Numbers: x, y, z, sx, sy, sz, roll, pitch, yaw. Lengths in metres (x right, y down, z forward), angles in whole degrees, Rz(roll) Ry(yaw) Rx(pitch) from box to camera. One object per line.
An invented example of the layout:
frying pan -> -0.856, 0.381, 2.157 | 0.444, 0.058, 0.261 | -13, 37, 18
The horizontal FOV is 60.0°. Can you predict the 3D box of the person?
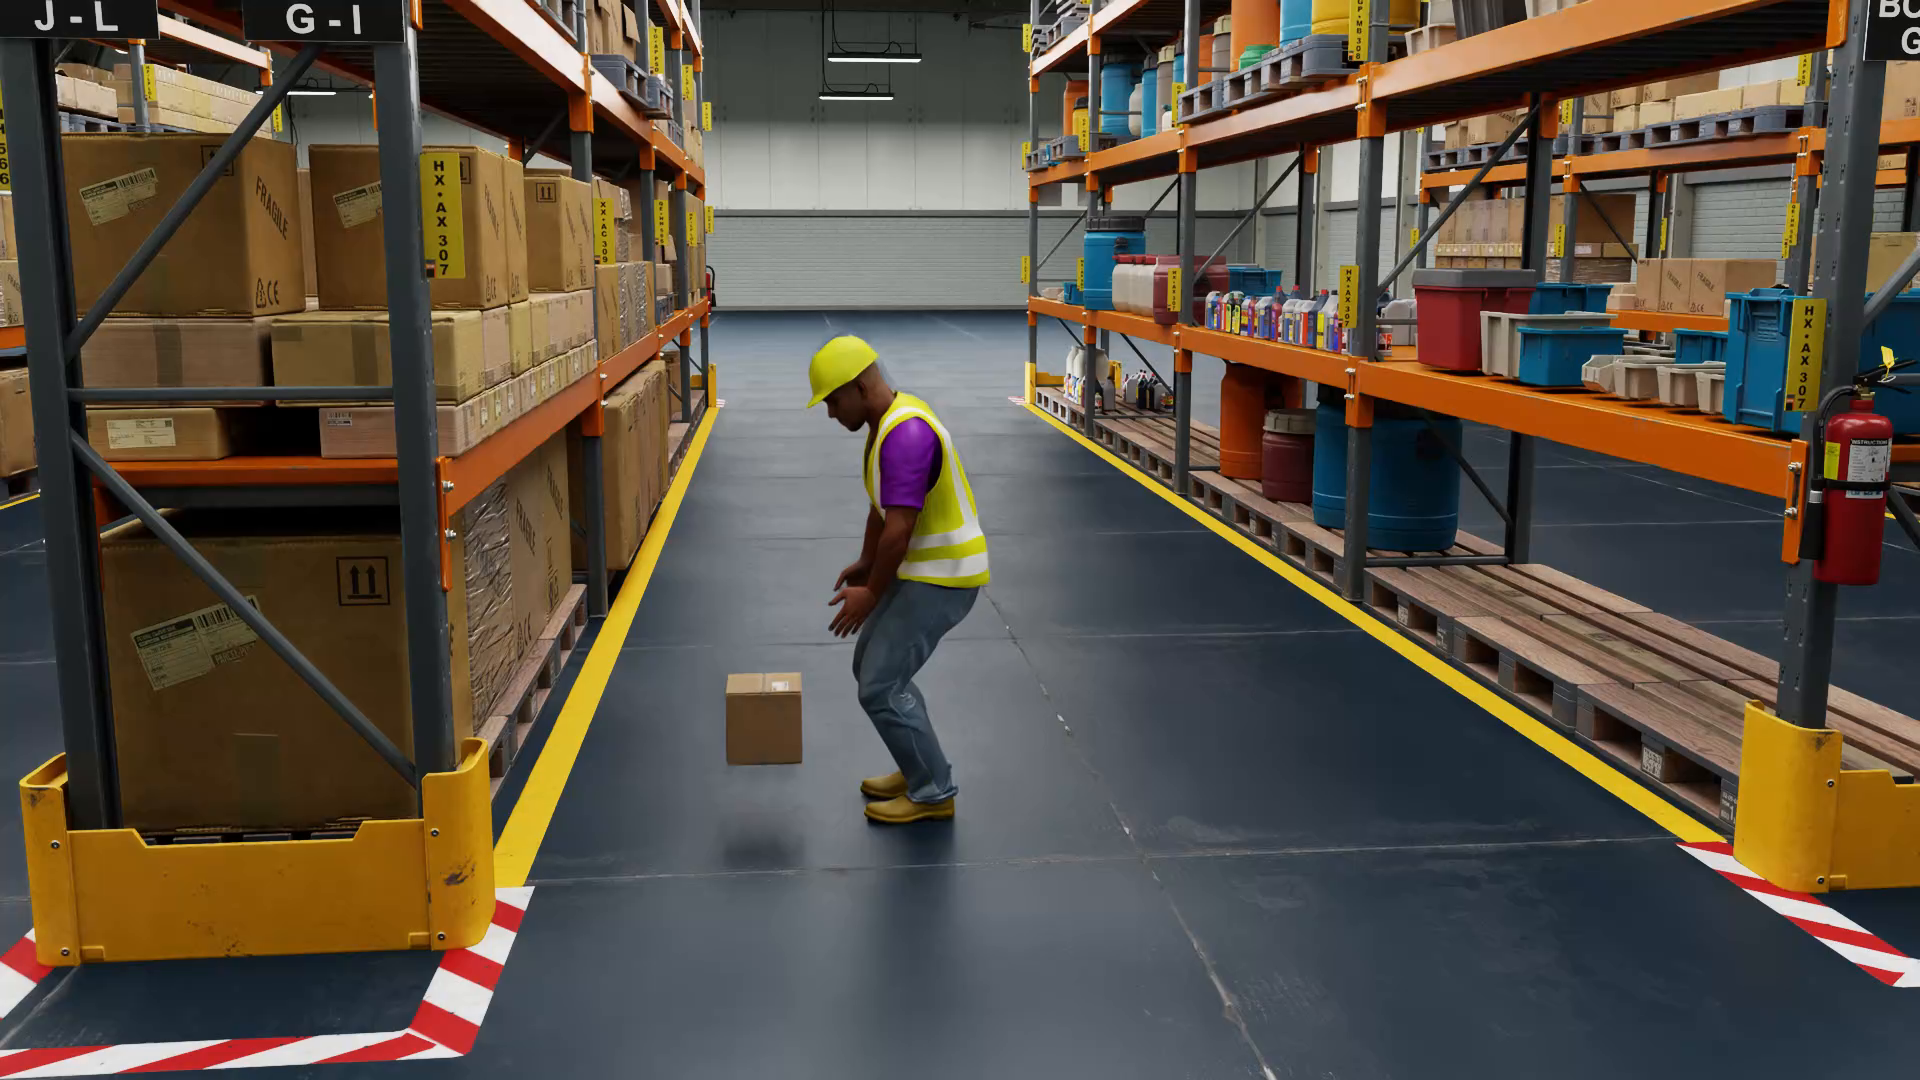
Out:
person -> -0.203, 0.129, 5.548 | 0.599, 1.613, 0.616 | -1, 10, -5
